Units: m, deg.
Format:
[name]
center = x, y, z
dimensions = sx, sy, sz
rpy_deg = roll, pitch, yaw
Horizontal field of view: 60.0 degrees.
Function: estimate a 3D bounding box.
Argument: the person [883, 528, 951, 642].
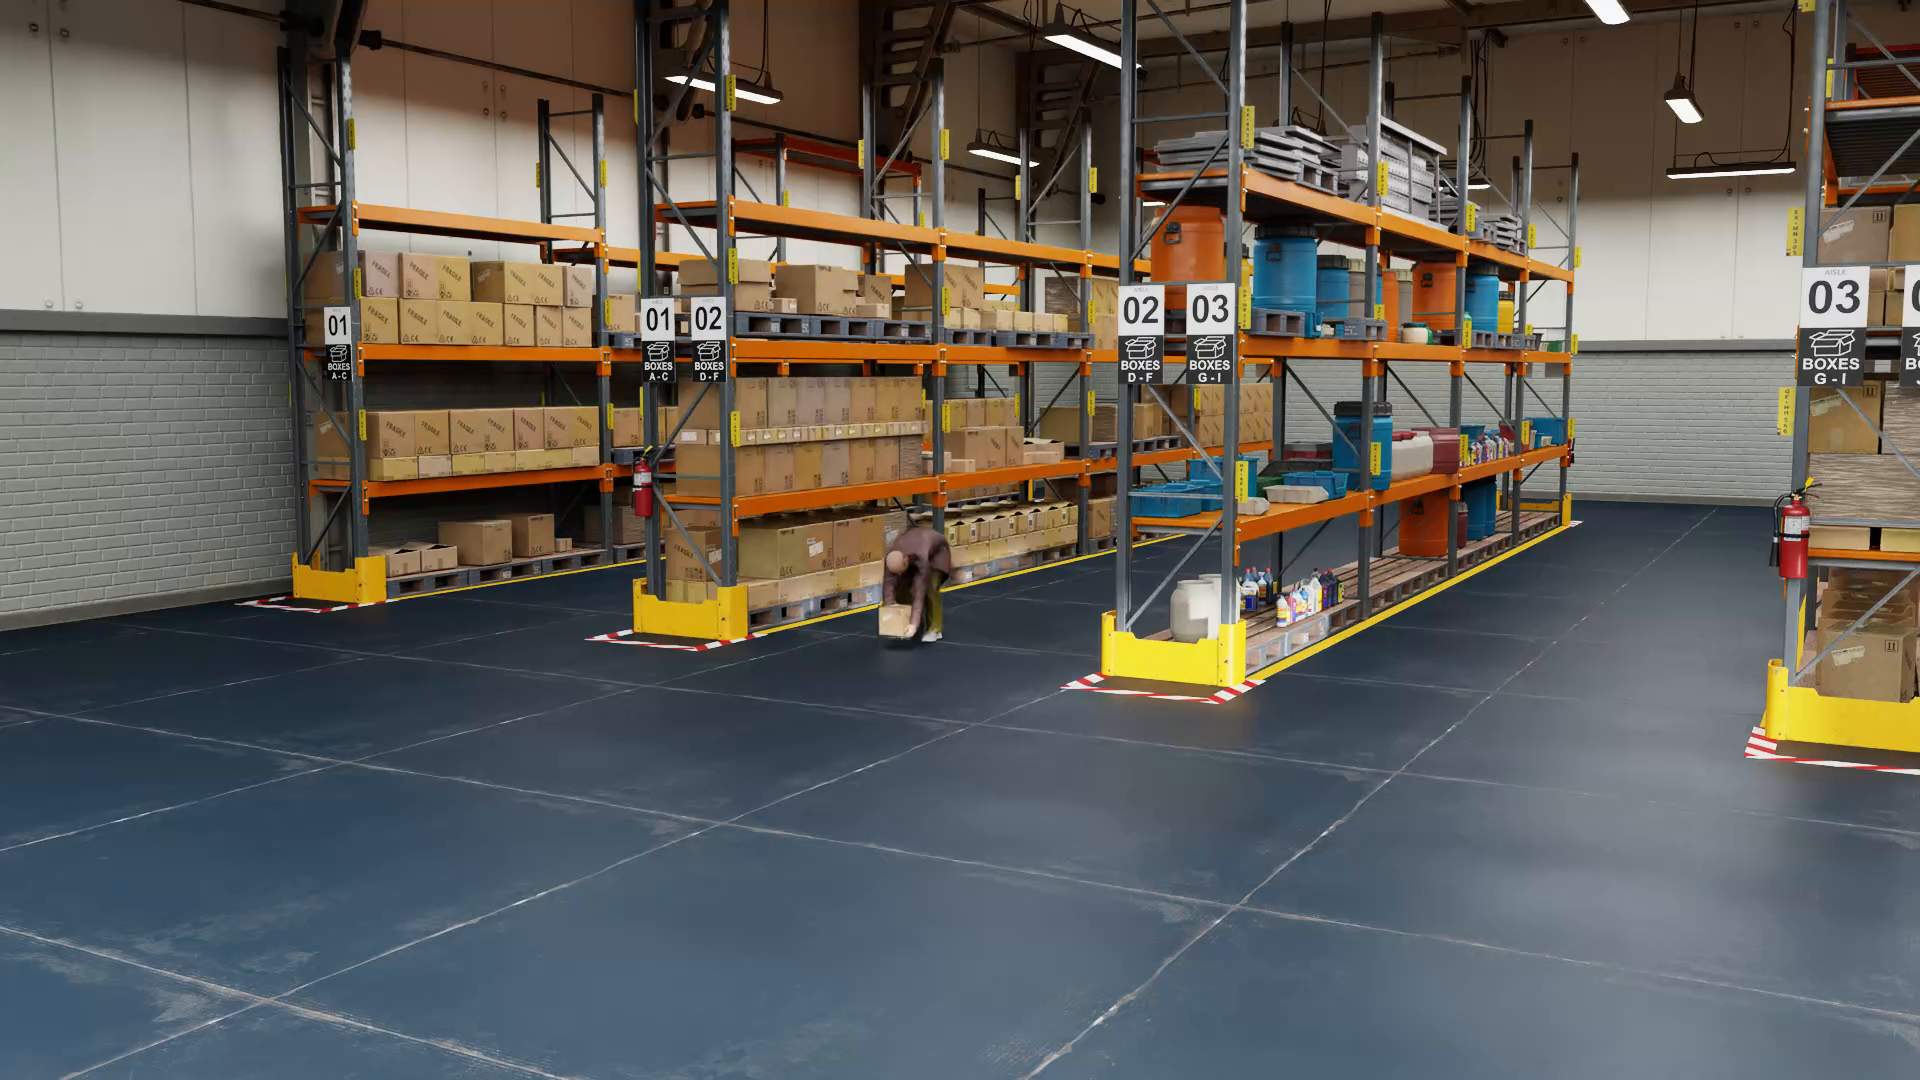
[person]
center = -0.429, 0.427, 15.437
dimensions = 0.577, 1.052, 0.945
rpy_deg = 3, 6, 26
